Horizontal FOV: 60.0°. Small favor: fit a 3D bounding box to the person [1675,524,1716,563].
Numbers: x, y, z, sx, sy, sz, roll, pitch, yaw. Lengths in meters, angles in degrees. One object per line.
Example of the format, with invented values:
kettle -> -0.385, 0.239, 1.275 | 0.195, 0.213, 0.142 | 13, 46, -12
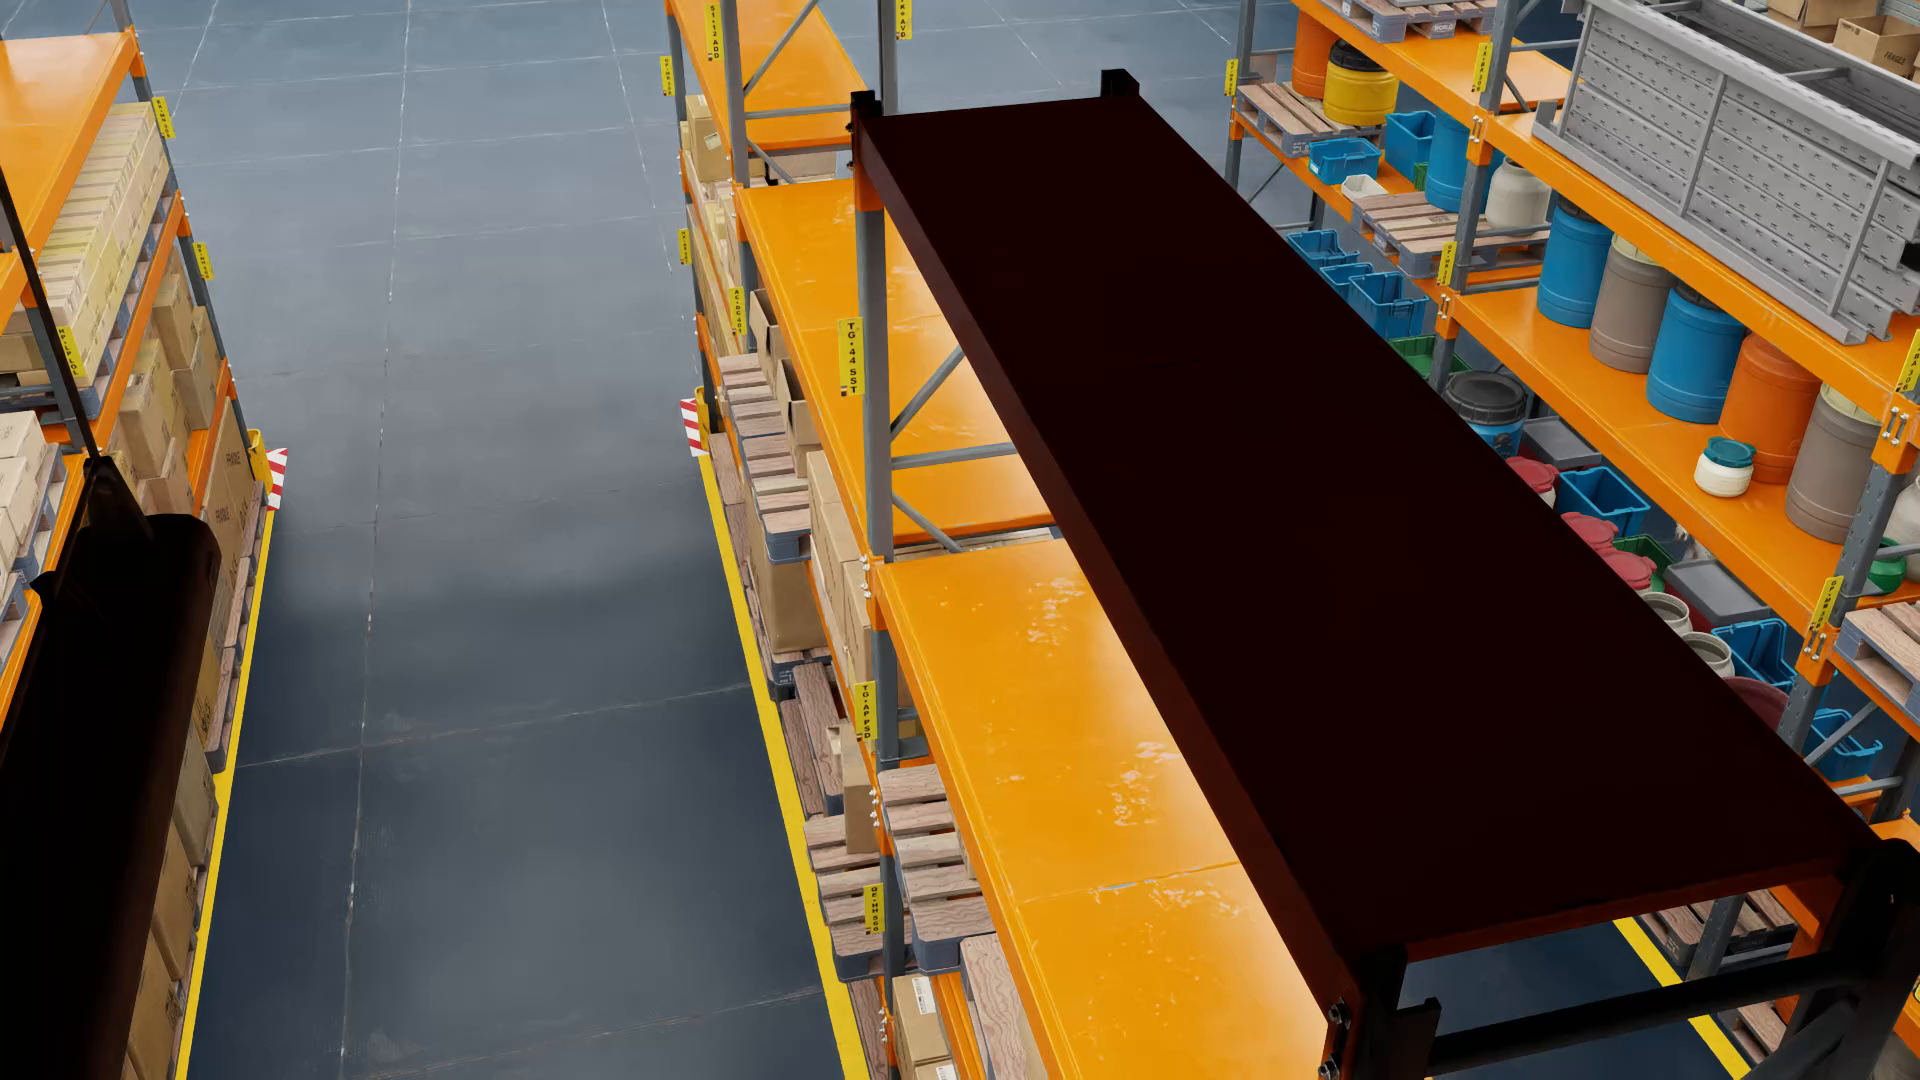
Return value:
person -> 5.736, -0.070, 12.613 | 0.579, 1.781, 0.515 | -2, 34, -4
